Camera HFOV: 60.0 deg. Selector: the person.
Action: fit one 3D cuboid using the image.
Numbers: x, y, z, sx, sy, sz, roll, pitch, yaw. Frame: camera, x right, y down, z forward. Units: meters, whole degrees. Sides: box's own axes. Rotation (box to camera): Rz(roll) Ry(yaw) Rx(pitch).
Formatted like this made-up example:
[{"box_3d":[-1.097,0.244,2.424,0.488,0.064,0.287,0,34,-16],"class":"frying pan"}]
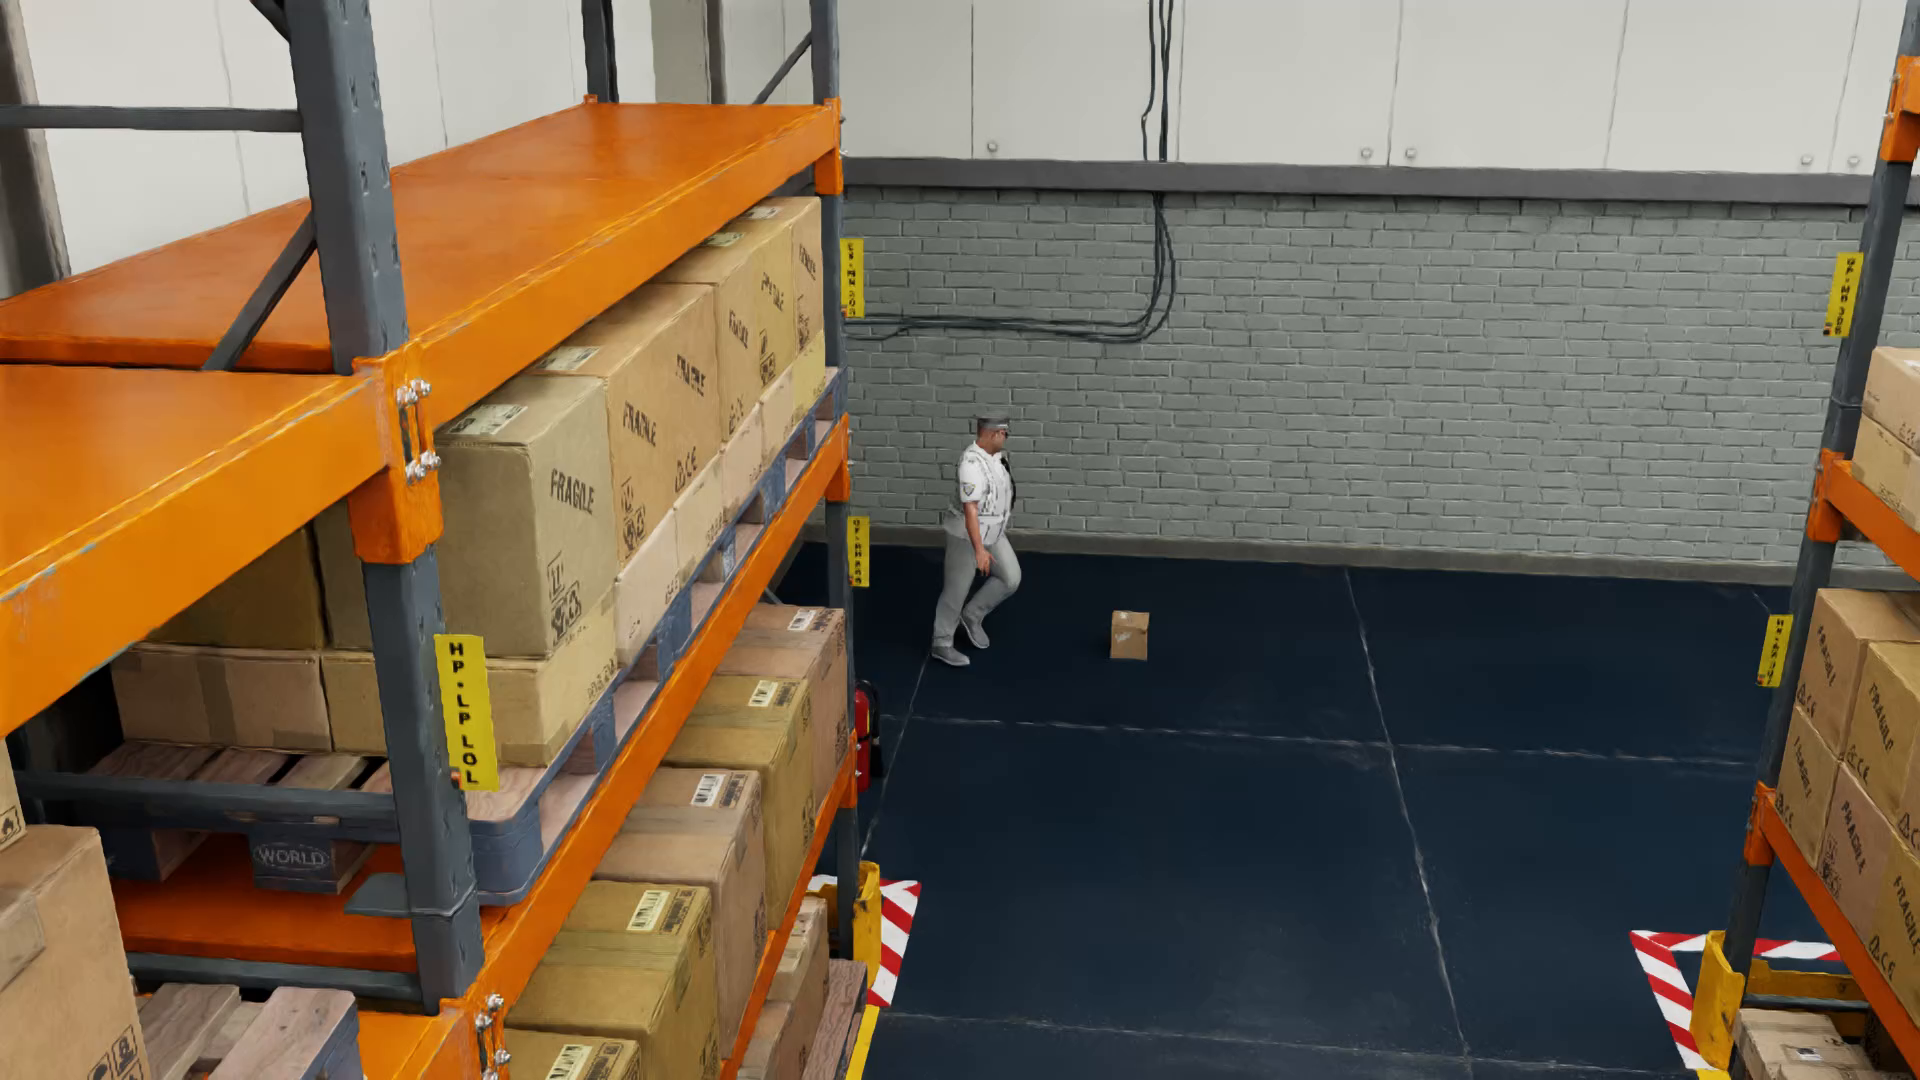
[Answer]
[{"box_3d":[0.127,-0.024,11.143,0.523,1.711,0.627,12,24,29],"class":"person"}]
